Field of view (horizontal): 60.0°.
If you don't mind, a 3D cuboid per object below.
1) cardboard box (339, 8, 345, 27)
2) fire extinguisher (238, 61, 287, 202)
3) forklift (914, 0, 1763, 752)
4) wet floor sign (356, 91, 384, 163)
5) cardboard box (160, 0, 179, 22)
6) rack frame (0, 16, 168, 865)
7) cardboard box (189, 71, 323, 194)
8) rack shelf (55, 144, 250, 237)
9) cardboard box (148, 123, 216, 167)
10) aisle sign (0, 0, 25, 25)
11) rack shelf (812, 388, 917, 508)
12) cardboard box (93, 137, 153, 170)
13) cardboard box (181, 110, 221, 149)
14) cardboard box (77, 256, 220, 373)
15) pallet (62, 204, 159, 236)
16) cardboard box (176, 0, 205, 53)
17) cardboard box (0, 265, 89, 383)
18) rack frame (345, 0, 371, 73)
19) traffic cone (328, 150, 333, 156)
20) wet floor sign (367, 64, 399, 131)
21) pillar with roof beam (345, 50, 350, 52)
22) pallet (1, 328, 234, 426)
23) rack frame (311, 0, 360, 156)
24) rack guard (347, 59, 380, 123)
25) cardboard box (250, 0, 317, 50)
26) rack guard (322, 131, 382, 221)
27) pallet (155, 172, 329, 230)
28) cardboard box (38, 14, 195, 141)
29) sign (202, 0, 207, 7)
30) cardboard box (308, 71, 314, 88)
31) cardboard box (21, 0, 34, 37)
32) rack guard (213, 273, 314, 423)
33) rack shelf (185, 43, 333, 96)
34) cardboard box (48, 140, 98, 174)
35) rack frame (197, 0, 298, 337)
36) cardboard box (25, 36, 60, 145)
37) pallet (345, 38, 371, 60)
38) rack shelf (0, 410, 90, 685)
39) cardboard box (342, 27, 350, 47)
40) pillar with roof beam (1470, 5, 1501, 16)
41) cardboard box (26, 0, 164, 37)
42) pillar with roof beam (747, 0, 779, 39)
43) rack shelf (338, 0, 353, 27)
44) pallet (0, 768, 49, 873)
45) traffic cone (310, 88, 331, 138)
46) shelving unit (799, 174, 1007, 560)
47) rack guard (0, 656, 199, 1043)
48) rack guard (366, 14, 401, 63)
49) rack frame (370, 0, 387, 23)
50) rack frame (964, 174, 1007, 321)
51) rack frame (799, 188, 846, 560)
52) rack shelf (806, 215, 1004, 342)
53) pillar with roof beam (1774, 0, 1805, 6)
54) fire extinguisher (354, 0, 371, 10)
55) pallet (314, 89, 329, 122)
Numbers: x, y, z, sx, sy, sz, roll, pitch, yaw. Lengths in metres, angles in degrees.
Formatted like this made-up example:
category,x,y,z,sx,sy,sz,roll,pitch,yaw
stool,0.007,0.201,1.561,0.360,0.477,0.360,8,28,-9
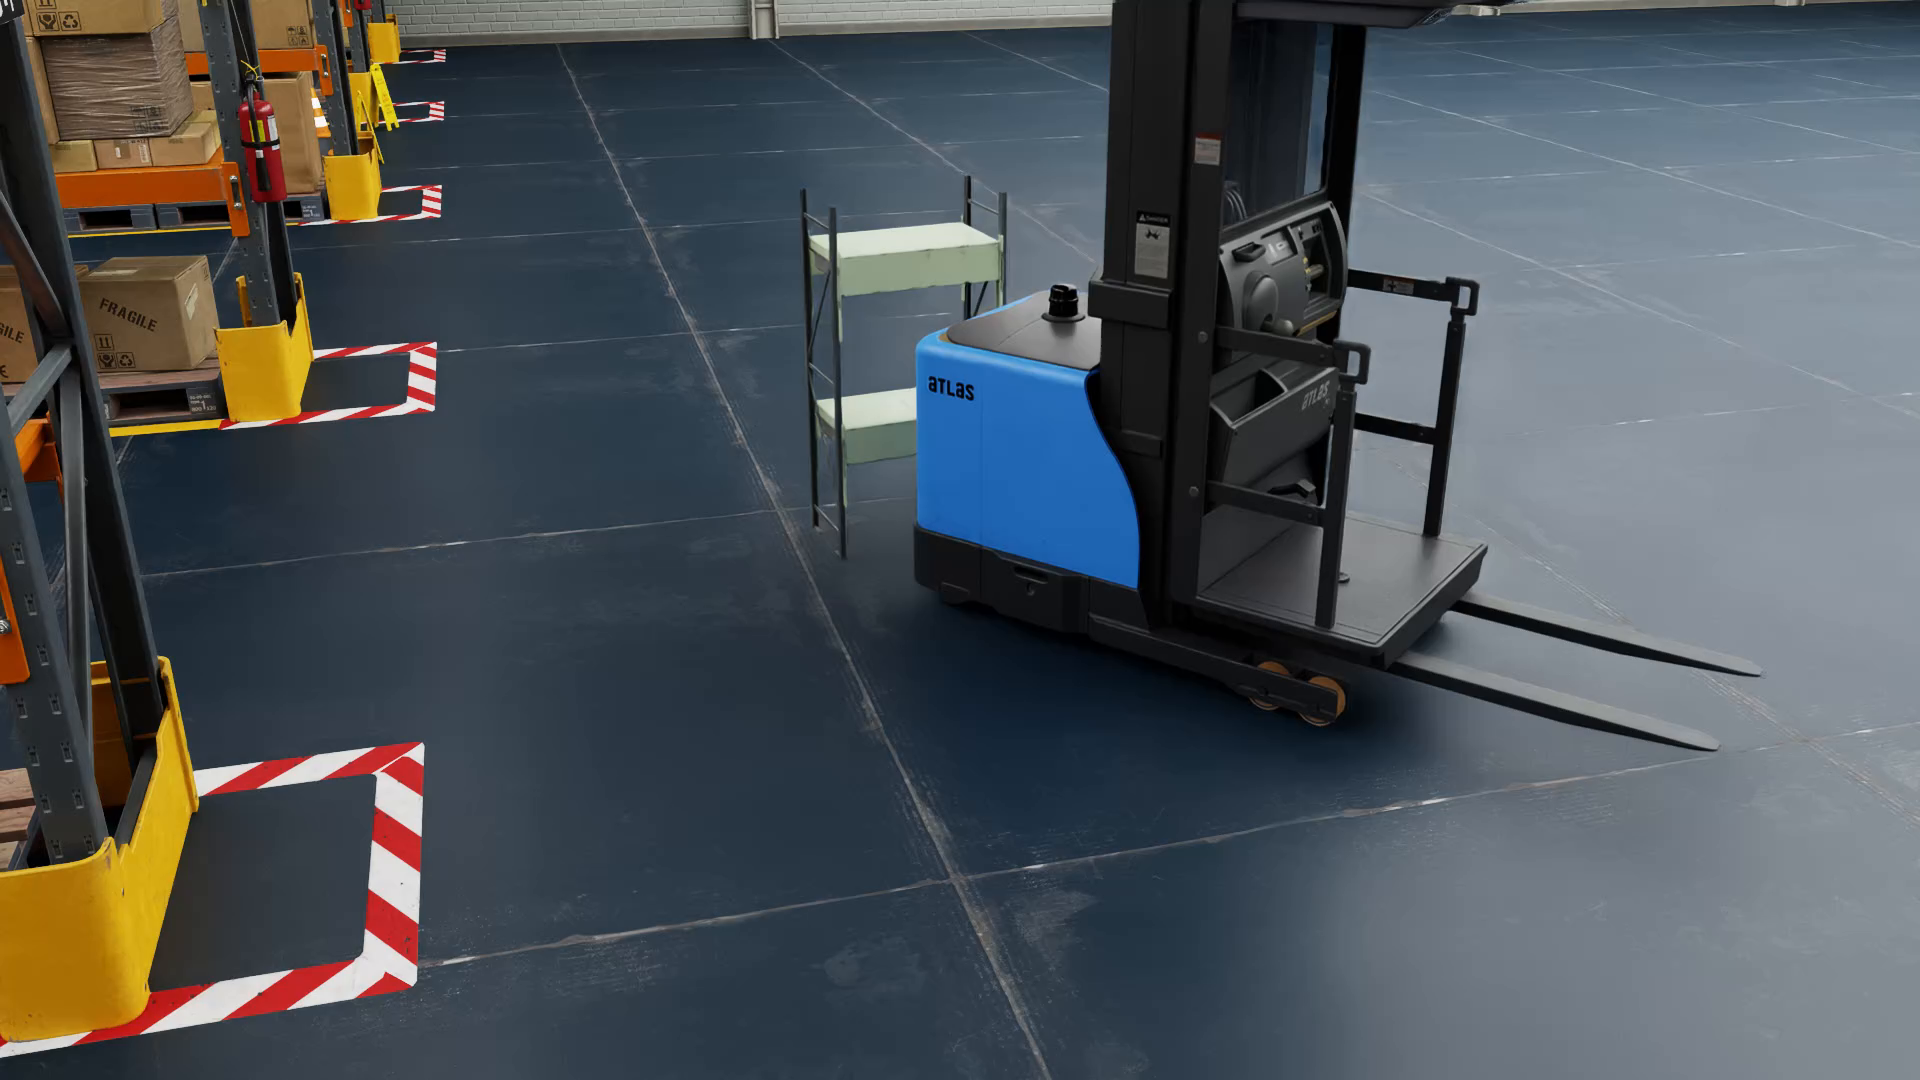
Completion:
category,x,y,z,sx,sy,sz,roll,pitch,yaw
cardboard box,-8.135,-6.868,21.772,0.500,0.250,0.500,-7,24,-15
fire extinguisher,-3.494,-2.034,8.285,0.183,0.674,0.296,-6,24,-14
forklift,1.310,-0.942,5.728,3.031,2.935,1.130,16,28,32
wet floor sign,-5.479,-3.800,15.287,0.232,0.644,0.267,-11,25,-23
cardboard box,-4.332,-2.920,8.479,0.500,0.500,0.500,-6,24,-14
rack frame,-2.391,-0.352,4.267,0.127,3.000,1.000,-6,24,-14
cardboard box,-5.607,-3.246,13.173,0.875,0.875,0.875,-6,24,-14
rack shelf,-5.655,-1.689,8.295,4.000,0.370,1.077,-6,24,-14
cardboard box,-3.948,-2.009,8.446,0.250,0.149,0.380,-6,24,-14
aisle sign,-2.401,-1.666,4.032,0.004,0.787,0.394,-6,24,-14
rack shelf,-0.234,-0.434,7.187,0.720,0.370,0.431,-10,25,-21
cardboard box,-4.189,-1.982,8.384,0.250,0.149,0.380,-6,24,-14
cardboard box,-4.068,-2.177,8.839,0.250,0.149,0.380,-6,24,-14
cardboard box,-4.335,-1.217,8.919,0.500,0.500,0.500,-2,23,-5
pallet,-6.893,-2.602,13.046,1.213,0.211,1.003,-6,24,-14
cardboard box,-5.840,-4.072,12.746,0.550,0.550,0.875,-6,24,-14
cardboard box,-4.901,-1.140,8.741,0.500,0.500,0.500,0,23,0
rack frame,-6.406,-5.995,17.418,0.127,3.000,1.000,-6,24,-14
traffic cone,-5.844,-3.909,15.772,0.334,0.463,0.336,-6,24,-14
wet floor sign,-5.934,-4.527,16.983,0.232,0.644,0.267,2,23,4
pillar with roof beam,-7.501,-9.270,17.442,0.400,9.000,9.100,-6,24,-14
pallet,-4.594,-0.870,9.010,1.213,0.211,1.003,-6,24,-14
rack frame,-4.972,-4.127,13.063,0.127,3.000,1.000,-6,24,-14
rack guard,-6.479,-4.838,17.892,0.348,0.500,1.175,-6,24,-14
cardboard box,-5.317,-4.139,12.902,0.550,0.550,0.875,-6,24,-14
rack guard,-4.948,-2.980,13.562,0.348,0.500,1.175,-6,24,-14
pallet,-5.720,-2.730,13.345,1.213,0.211,1.003,-6,24,-14
cardboard box,-4.266,-2.367,8.459,0.500,0.500,0.875,-6,24,-14
sign,-3.598,-2.697,7.863,0.005,0.325,0.100,-6,24,-14
cardboard box,-7.257,-4.944,17.922,0.500,0.250,0.500,-7,24,-15
cardboard box,-4.672,-2.667,7.890,0.500,0.500,0.500,-6,24,-14
rack guard,-3.802,-1.076,9.124,0.348,0.500,1.175,-6,24,-14
rack shelf,-6.897,-3.583,12.709,4.000,0.370,1.077,-6,24,-14
cardboard box,-4.415,-1.936,8.277,0.250,0.149,0.380,-6,24,-14
rack frame,-3.729,-2.233,8.650,0.127,3.000,1.000,-6,24,-14
cardboard box,-4.715,-2.268,8.229,0.500,0.500,0.875,-6,24,-14
pallet,-8.475,-6.501,22.132,1.213,0.211,1.003,-6,24,-14
rack shelf,-4.317,0.191,3.913,4.000,0.370,1.077,-6,24,-14
cardboard box,-8.117,-6.639,21.872,0.500,0.250,0.500,-6,24,-14
pillar with roof beam,9.829,-11.187,21.910,0.400,9.000,9.100,-6,24,-14
cardboard box,-4.192,-2.723,8.019,0.500,0.500,0.500,-6,24,-14
pillar with roof beam,-1.724,-9.909,18.931,0.400,9.000,9.100,-6,24,-14
rack shelf,-8.332,-5.452,17.063,4.000,0.370,1.077,-6,24,-14
pallet,-3.235,1.040,4.560,1.213,0.211,1.003,-6,24,-14
traffic cone,-6.472,-4.294,16.670,0.334,0.463,0.336,-6,24,-14
shelving unit,-0.234,-0.734,7.058,0.755,1.500,0.431,-10,25,-21
rack guard,-2.452,0.822,4.700,0.348,0.500,1.175,-6,24,-14
rack guard,-7.727,-6.733,22.308,0.348,0.500,1.175,-6,24,-14
rack frame,-7.750,-7.879,21.809,0.127,3.000,1.000,-6,24,-14
rack frame,0.103,-0.790,7.190,0.023,1.500,0.400,-10,25,-21
rack frame,-0.570,-0.677,6.927,0.023,1.500,0.400,-10,25,-21
rack shelf,-0.234,-1.092,6.904,0.720,0.370,0.431,-10,25,-21
pillar with roof beam,15.606,-11.826,23.399,0.400,9.000,9.100,-6,24,-14
fire extinguisher,-6.171,-5.797,17.054,0.183,0.674,0.296,-6,24,-14
pallet,-7.271,-4.633,17.779,1.213,0.211,1.003,-6,24,-14
